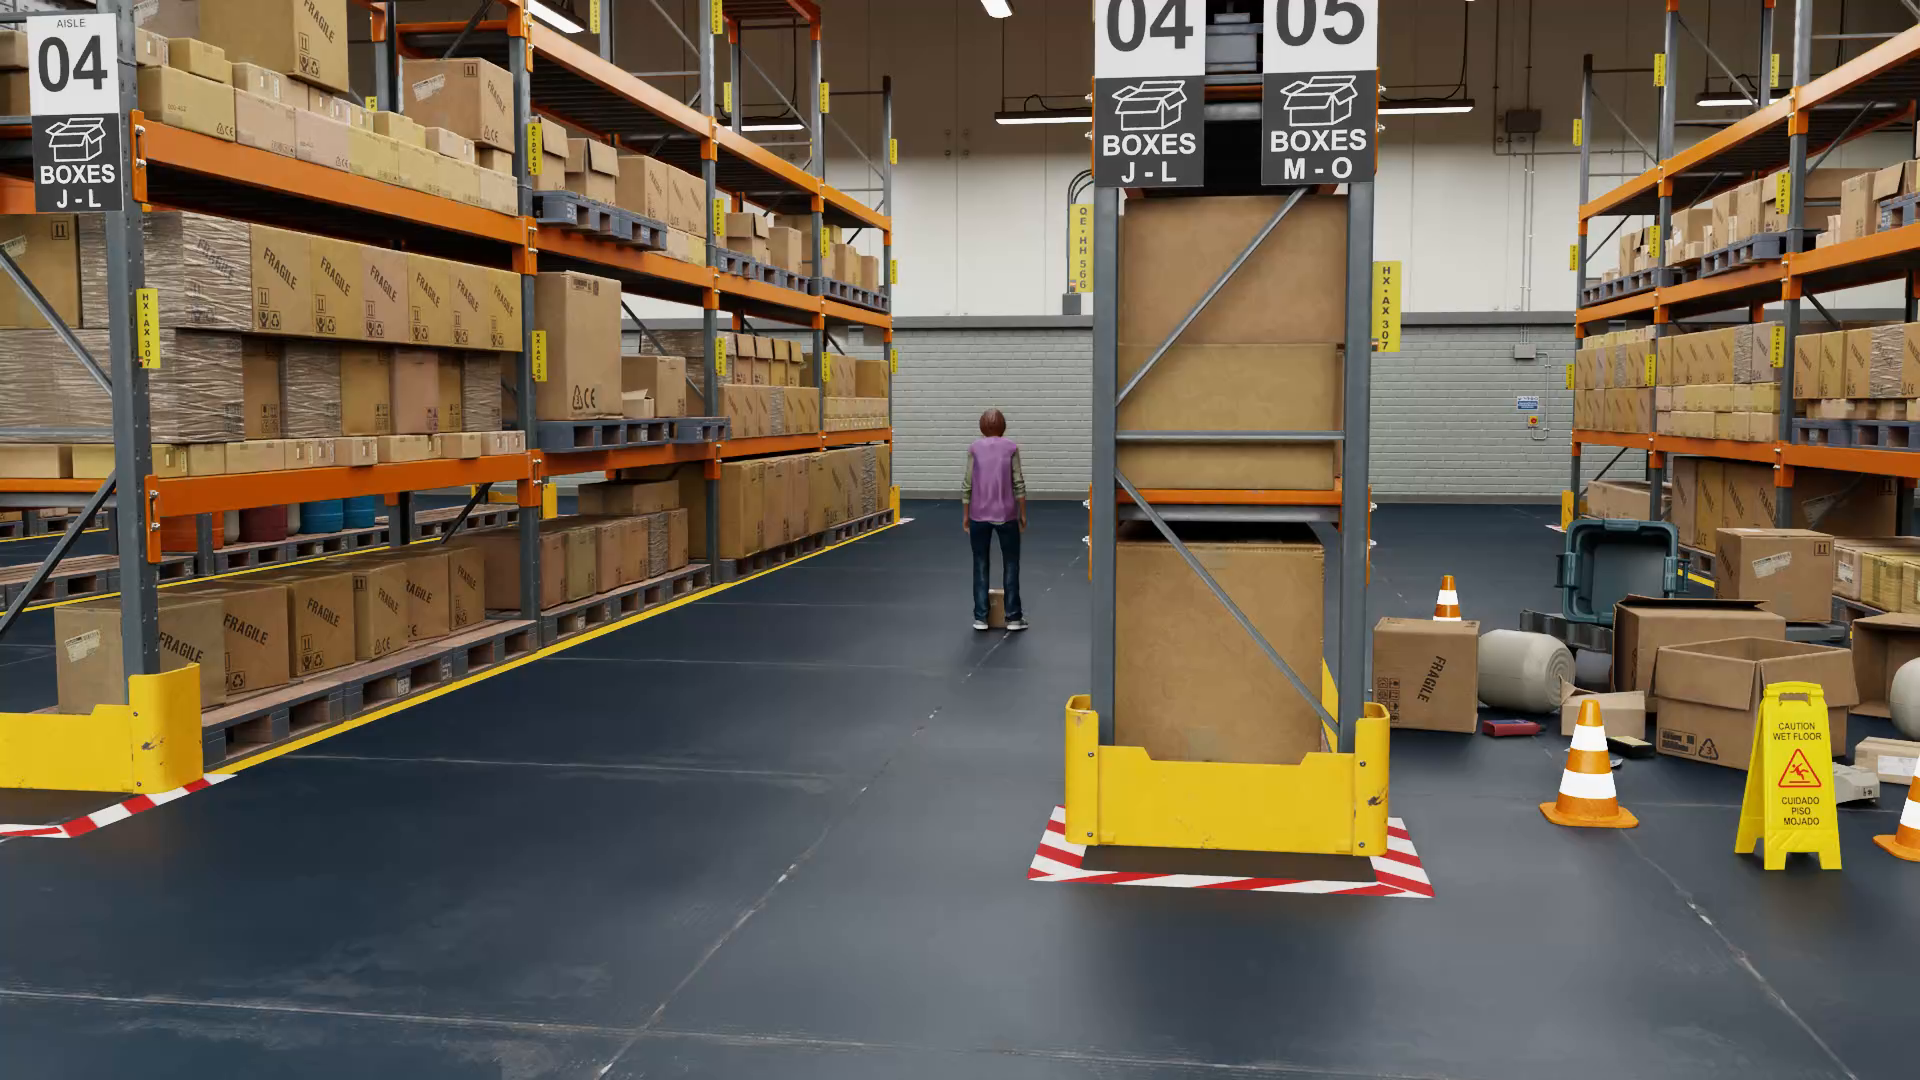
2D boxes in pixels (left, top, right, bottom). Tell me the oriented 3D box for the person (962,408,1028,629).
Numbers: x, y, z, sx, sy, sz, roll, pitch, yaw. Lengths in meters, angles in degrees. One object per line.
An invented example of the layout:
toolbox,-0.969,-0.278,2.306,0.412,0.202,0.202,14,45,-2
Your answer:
person,0.249,-0.148,11.940,0.470,1.591,0.350,1,5,8
